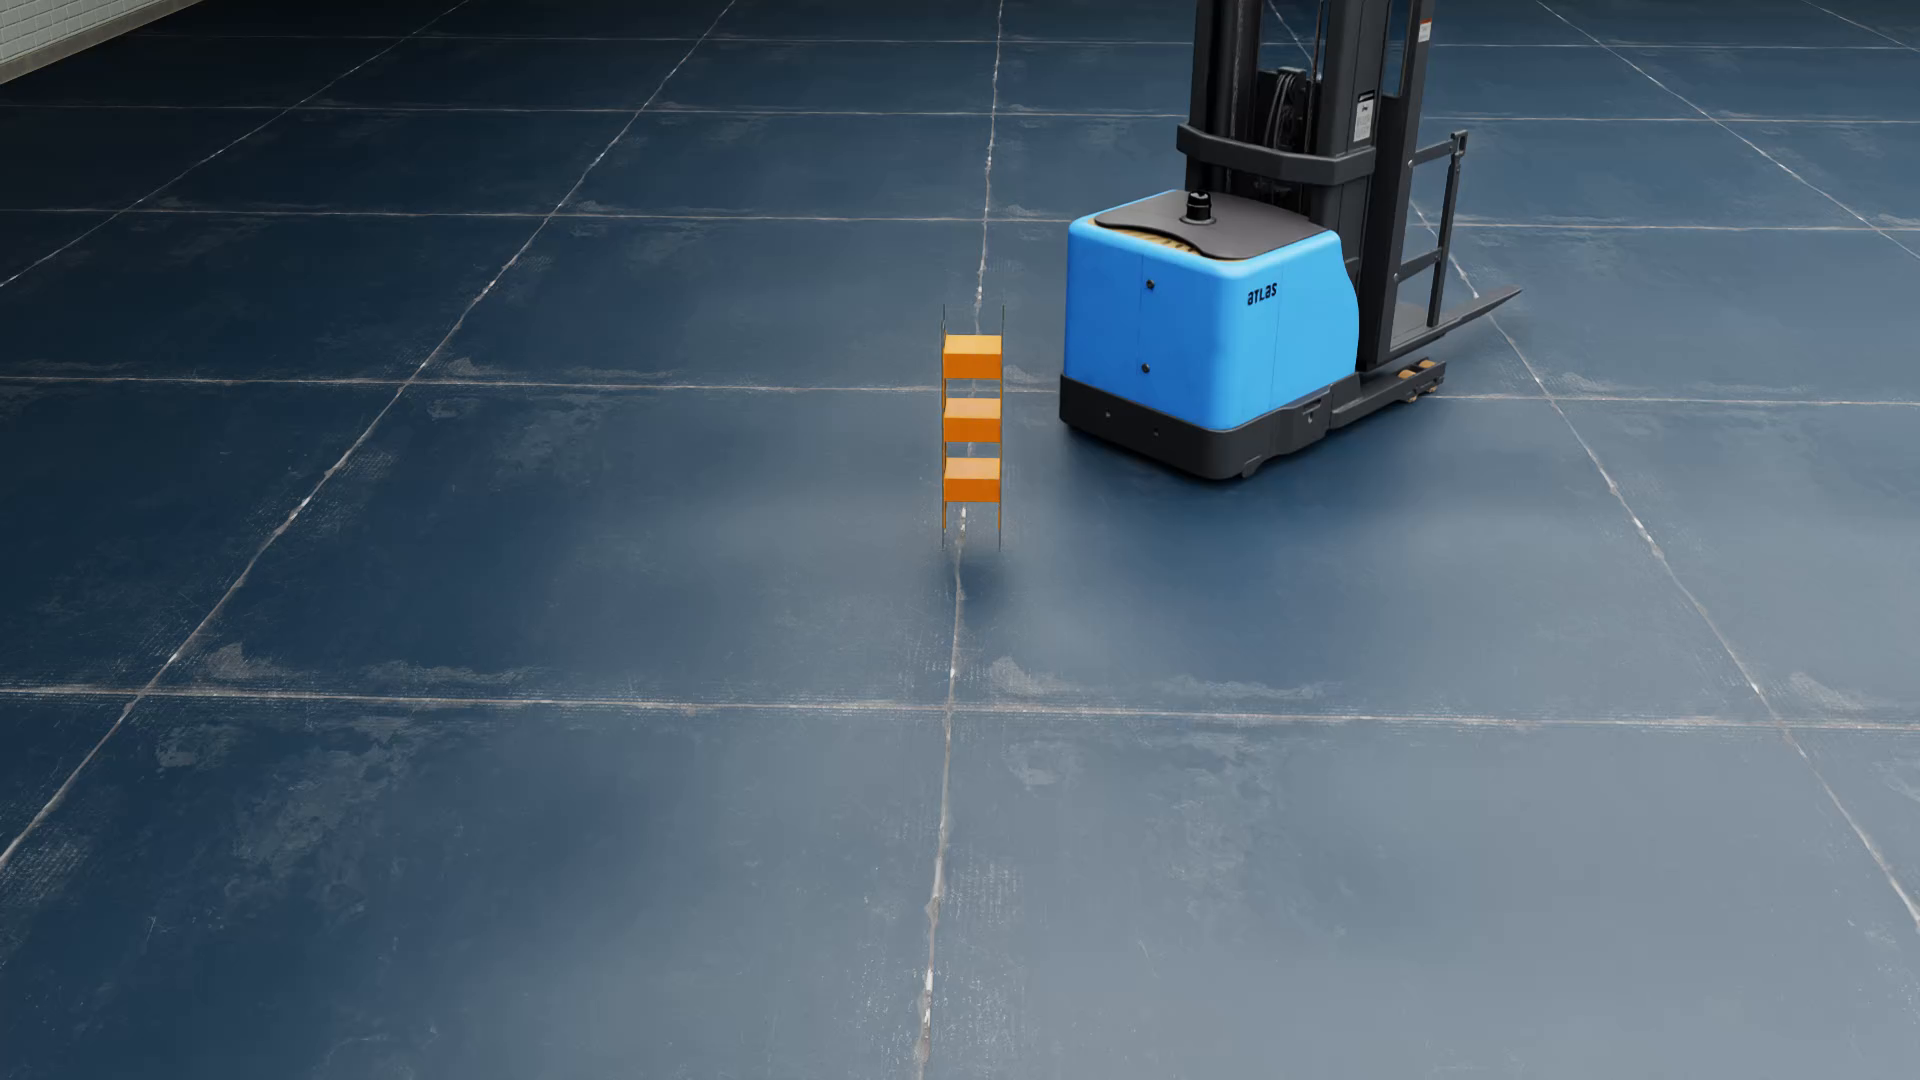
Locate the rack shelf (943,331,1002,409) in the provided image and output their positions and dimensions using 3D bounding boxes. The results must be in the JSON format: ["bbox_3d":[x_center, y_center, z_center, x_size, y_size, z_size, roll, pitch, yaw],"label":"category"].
[{"bbox_3d":[0.053,-0.704,6.874,0.240,0.259,0.215,1,28,2],"label":"rack shelf"}]

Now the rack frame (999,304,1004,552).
[{"bbox_3d":[0.175,-0.461,6.999,0.008,1.050,0.200,1,28,2],"label":"rack frame"}]

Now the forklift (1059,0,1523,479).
[{"bbox_3d":[1.899,-2.159,8.193,3.031,2.935,1.130,-24,36,-38],"label":"forklift"}]

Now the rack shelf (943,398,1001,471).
[{"bbox_3d":[0.053,-0.454,7.007,0.240,0.259,0.215,1,28,2],"label":"rack shelf"}]

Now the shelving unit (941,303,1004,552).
[{"bbox_3d":[0.053,-0.463,7.002,0.252,1.050,0.215,1,28,2],"label":"shelving unit"}]

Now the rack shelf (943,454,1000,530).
[{"bbox_3d":[0.053,-0.208,7.138,0.240,0.259,0.215,1,28,2],"label":"rack shelf"}]

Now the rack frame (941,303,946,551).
[{"bbox_3d":[-0.068,-0.465,7.006,0.008,1.050,0.200,1,28,2],"label":"rack frame"}]
